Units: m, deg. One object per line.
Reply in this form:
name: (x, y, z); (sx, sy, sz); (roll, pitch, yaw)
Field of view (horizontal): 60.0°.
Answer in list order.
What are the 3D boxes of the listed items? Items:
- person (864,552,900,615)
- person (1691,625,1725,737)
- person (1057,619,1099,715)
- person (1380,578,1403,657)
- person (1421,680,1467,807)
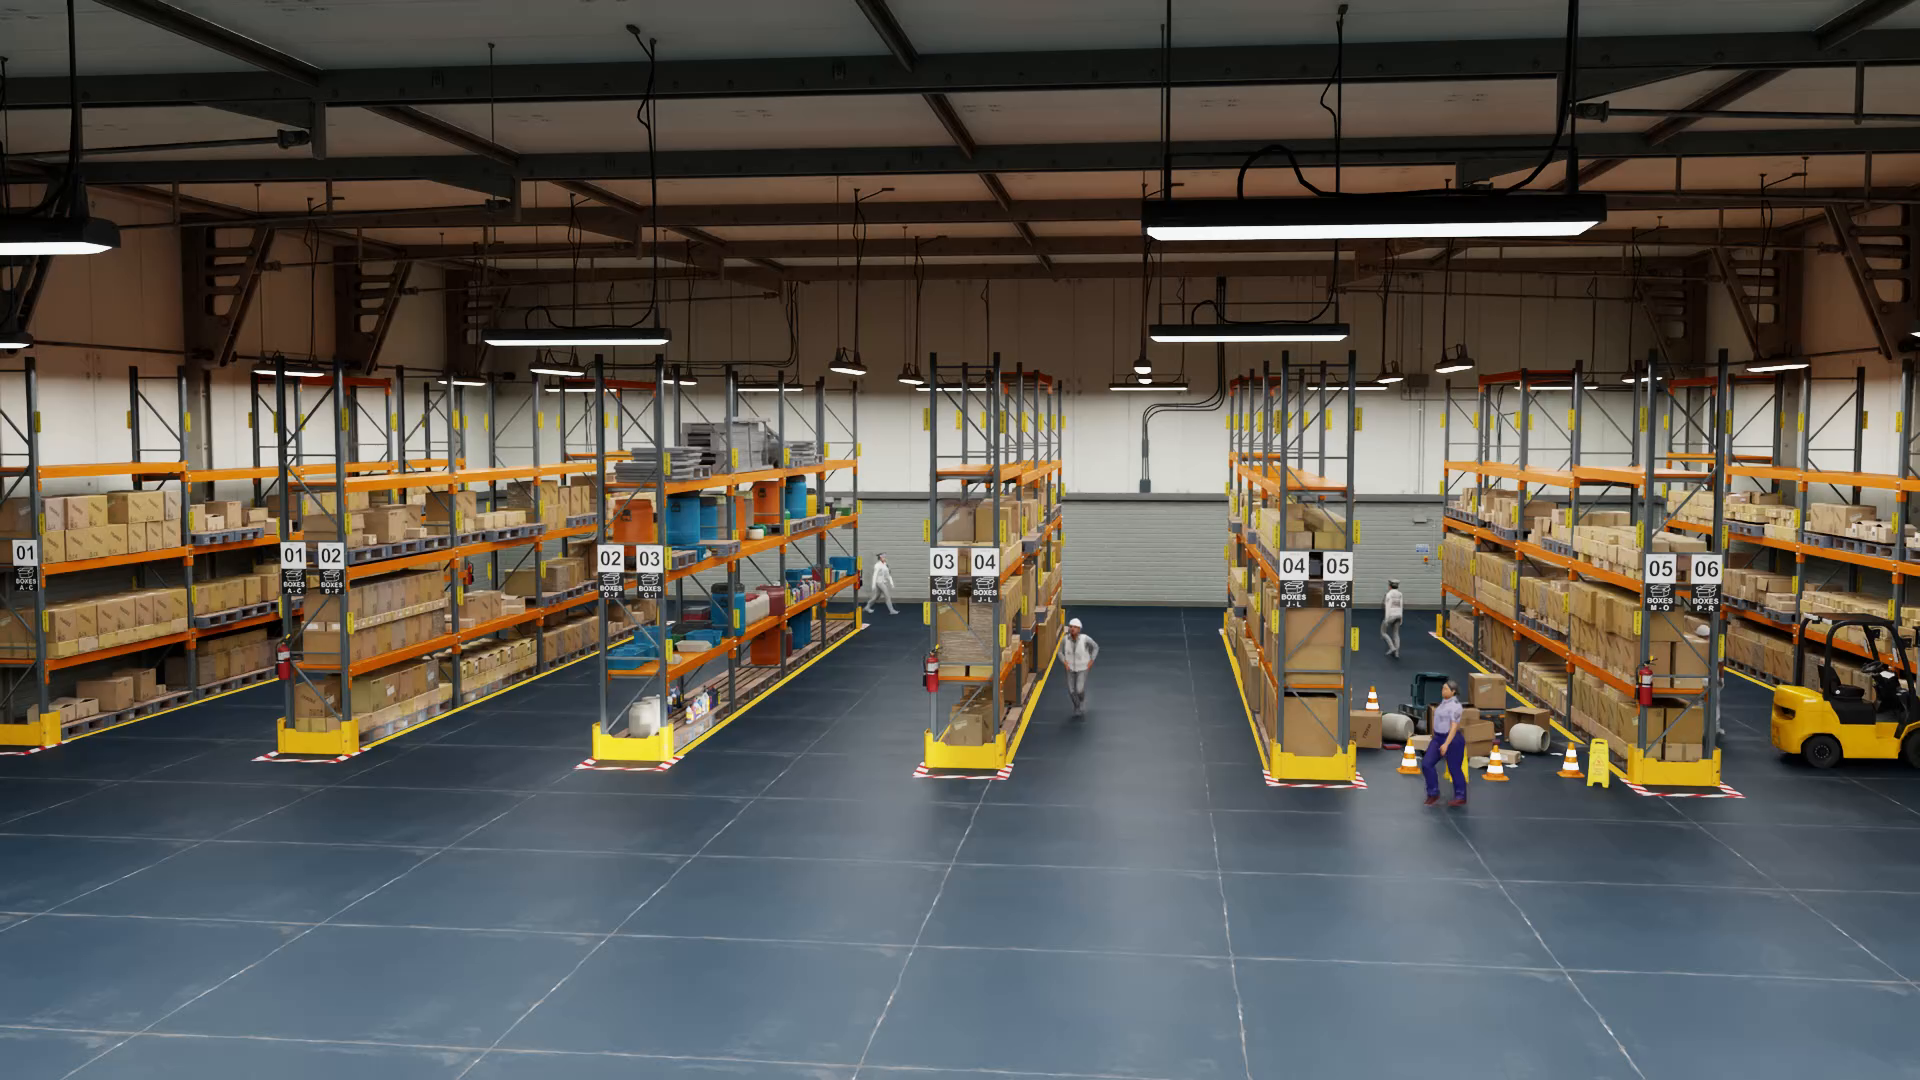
person: (-2.016, 1.115, 43.264); (1.027, 1.636, 0.446); (1, 4, 15)
person: (11.877, 2.245, 26.494); (0.583, 1.784, 0.553); (0, 4, 5)
person: (2.006, 2.163, 28.236); (0.695, 1.688, 0.726); (1, 4, 16)
person: (9.245, 1.657, 35.418); (0.517, 1.682, 0.429); (-3, 5, -32)
person: (6.342, 2.686, 21.610); (0.526, 1.706, 0.480); (-2, 4, -24)
